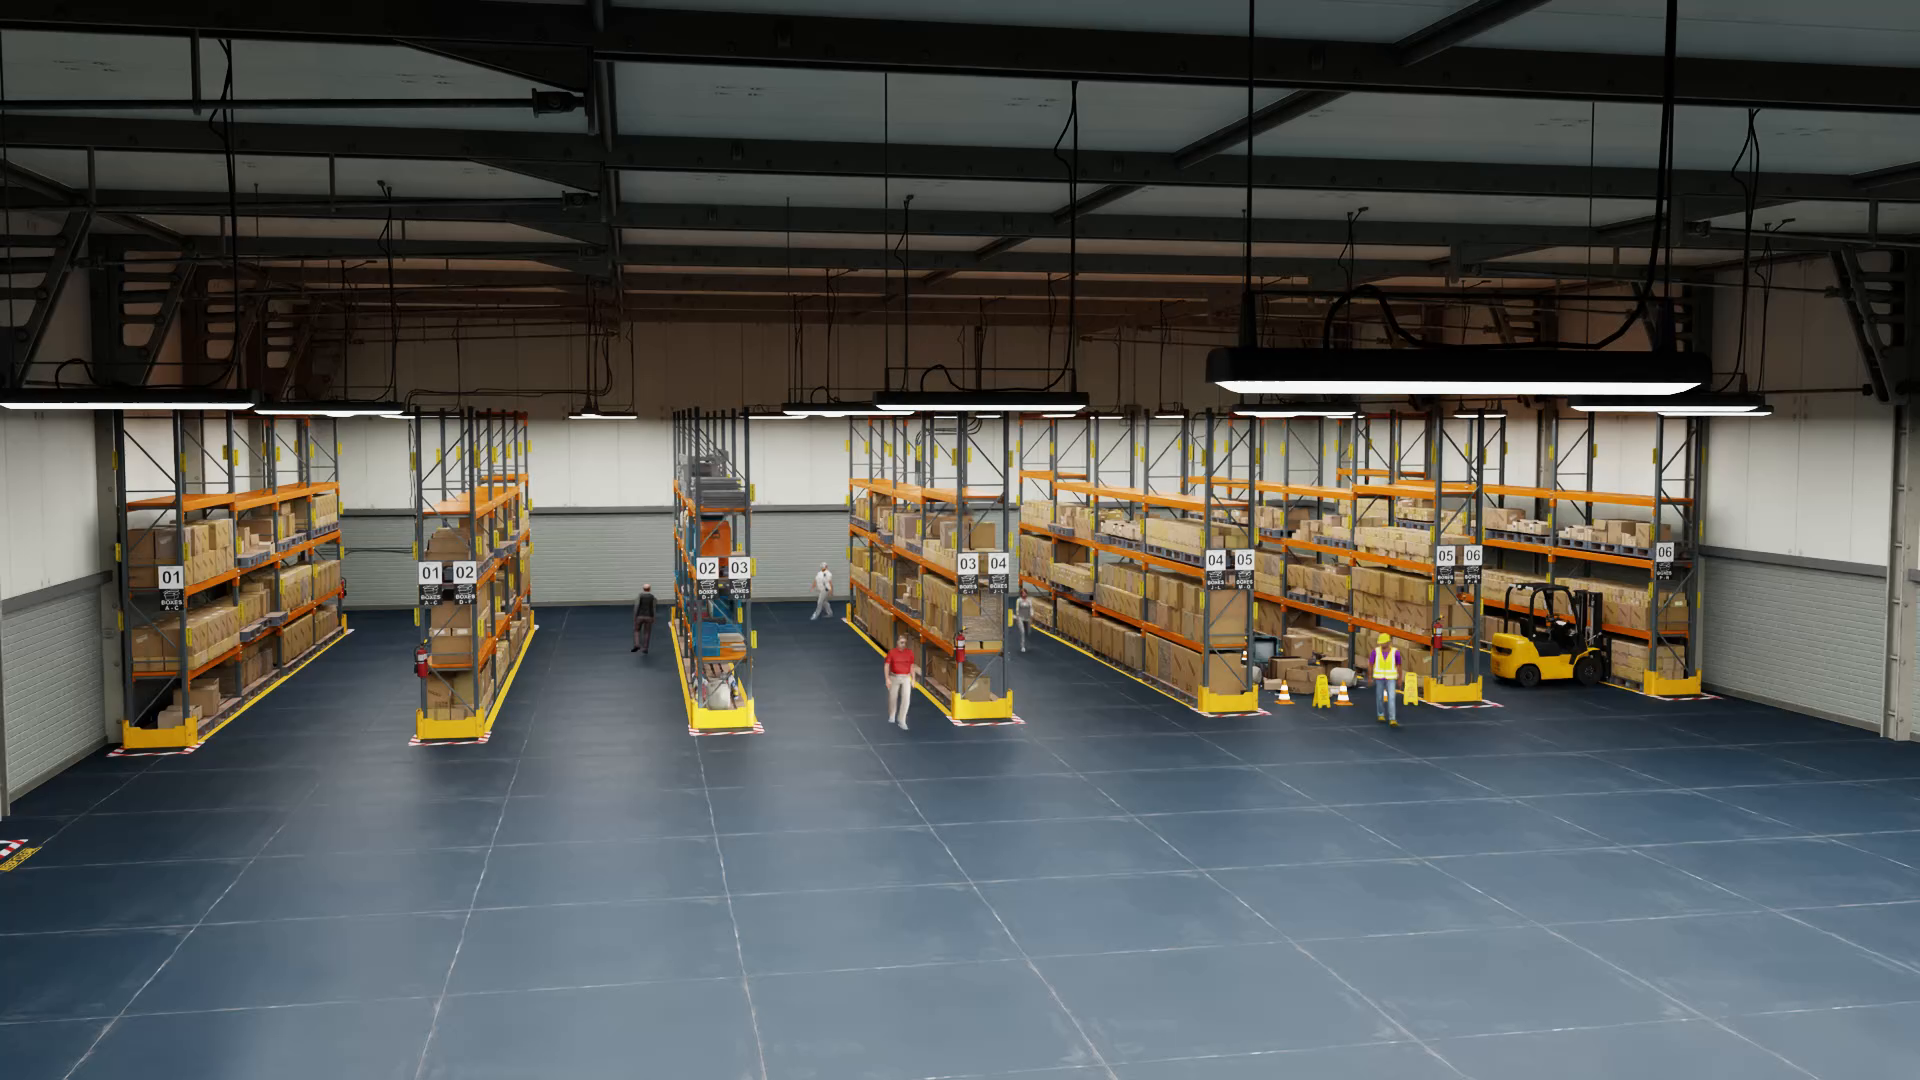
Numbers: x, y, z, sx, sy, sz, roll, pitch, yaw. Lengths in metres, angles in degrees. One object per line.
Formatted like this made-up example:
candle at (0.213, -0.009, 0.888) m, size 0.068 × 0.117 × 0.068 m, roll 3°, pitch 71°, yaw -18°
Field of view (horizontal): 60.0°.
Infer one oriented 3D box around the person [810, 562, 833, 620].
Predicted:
person at (-4.033, 1.469, 48.227) m, size 0.832 × 1.643 × 0.486 m, roll -2°, pitch 5°, yaw -30°

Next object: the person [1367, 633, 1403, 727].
person at (8.024, 2.626, 31.396) m, size 0.634 × 1.737 × 0.911 m, roll 1°, pitch 4°, yaw 19°

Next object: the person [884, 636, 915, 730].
person at (-1.119, 2.666, 31.260) m, size 0.618 × 1.728 × 0.780 m, roll -1°, pitch 4°, yaw -17°

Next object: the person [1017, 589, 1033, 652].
person at (1.600, 1.981, 41.515) m, size 0.419 × 1.551 × 0.768 m, roll -1°, pitch 4°, yaw -13°

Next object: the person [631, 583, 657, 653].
person at (-7.809, 1.933, 41.101) m, size 0.636 × 1.723 × 0.408 m, roll -1°, pitch 4°, yaw -11°
